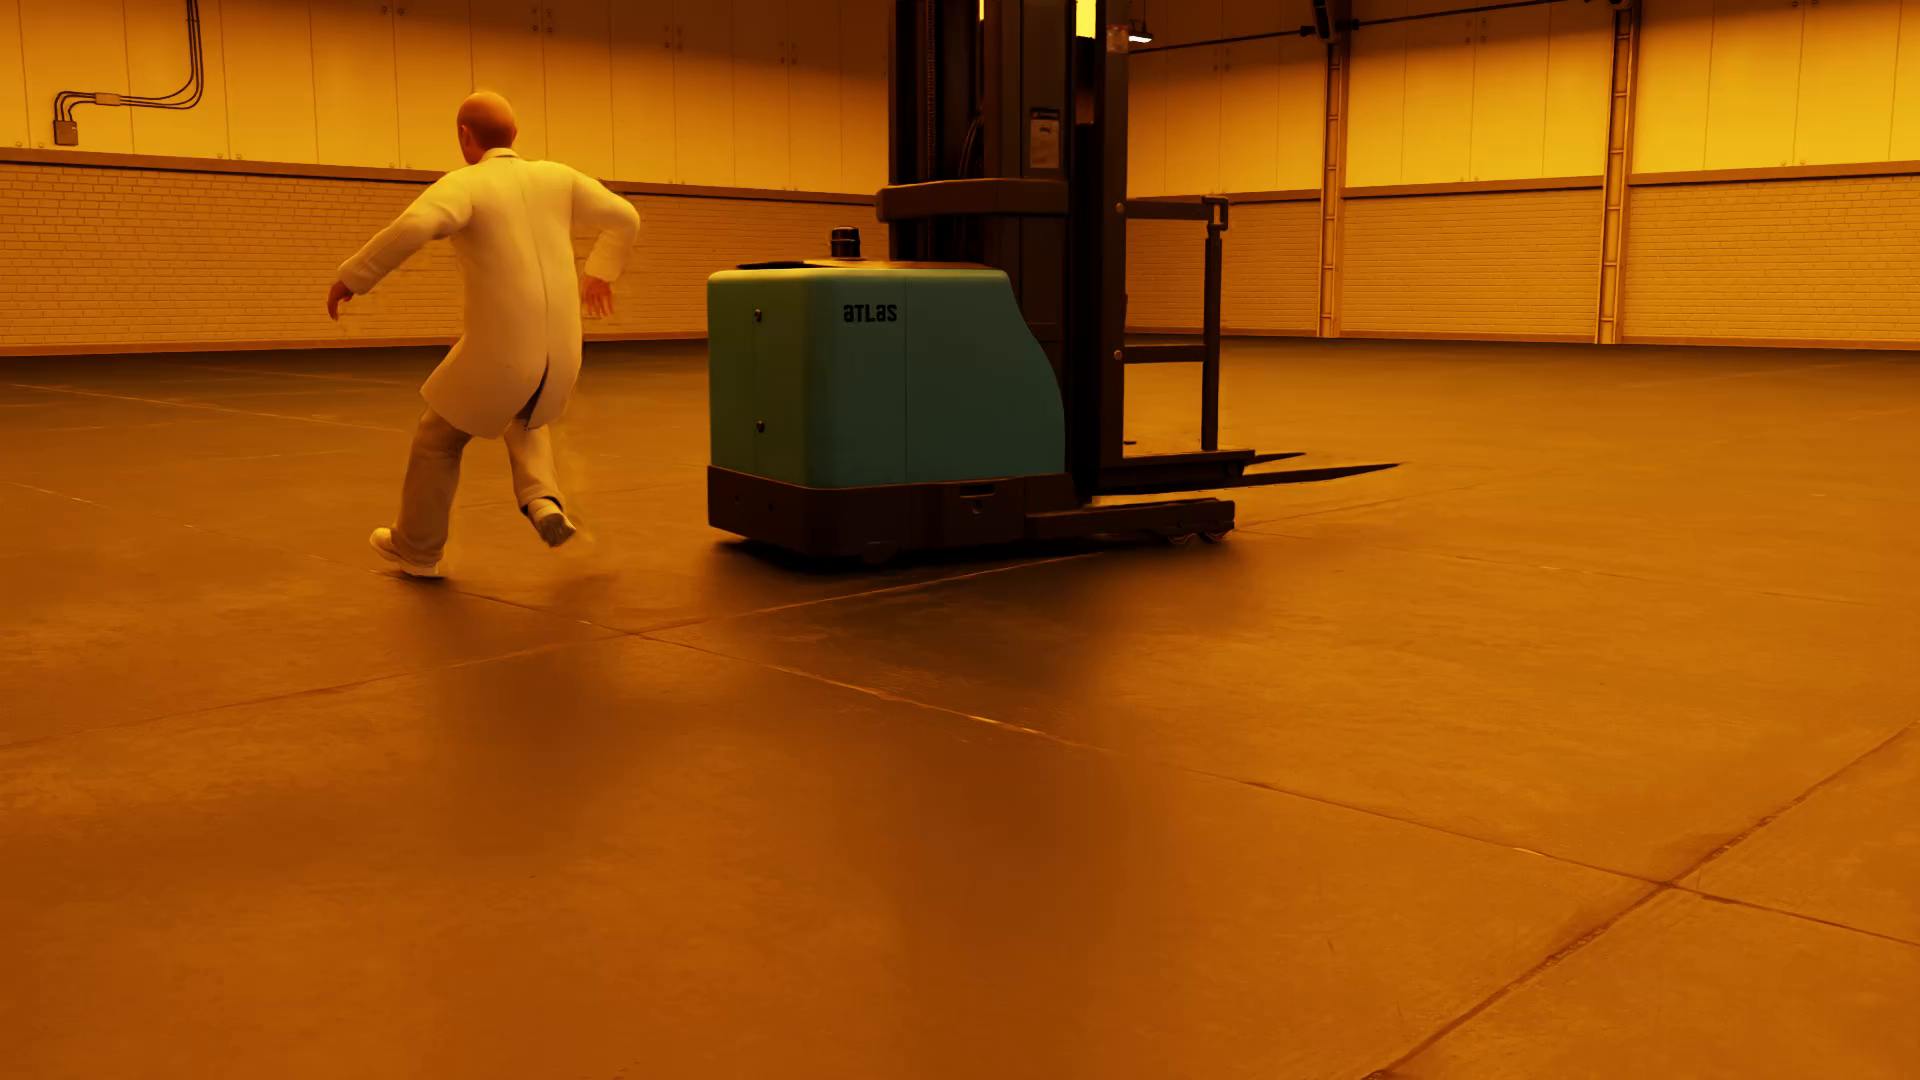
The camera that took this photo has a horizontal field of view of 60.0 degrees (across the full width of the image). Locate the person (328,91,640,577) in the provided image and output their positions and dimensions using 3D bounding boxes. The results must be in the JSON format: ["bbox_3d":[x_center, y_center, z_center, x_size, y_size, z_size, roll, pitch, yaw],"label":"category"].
[{"bbox_3d":[-1.710,-0.684,5.752,0.933,1.646,1.090,8,12,44],"label":"person"}]

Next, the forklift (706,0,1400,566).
[{"bbox_3d":[0.520,-1.497,6.814,3.031,2.935,1.130,-5,10,-31],"label":"forklift"}]
